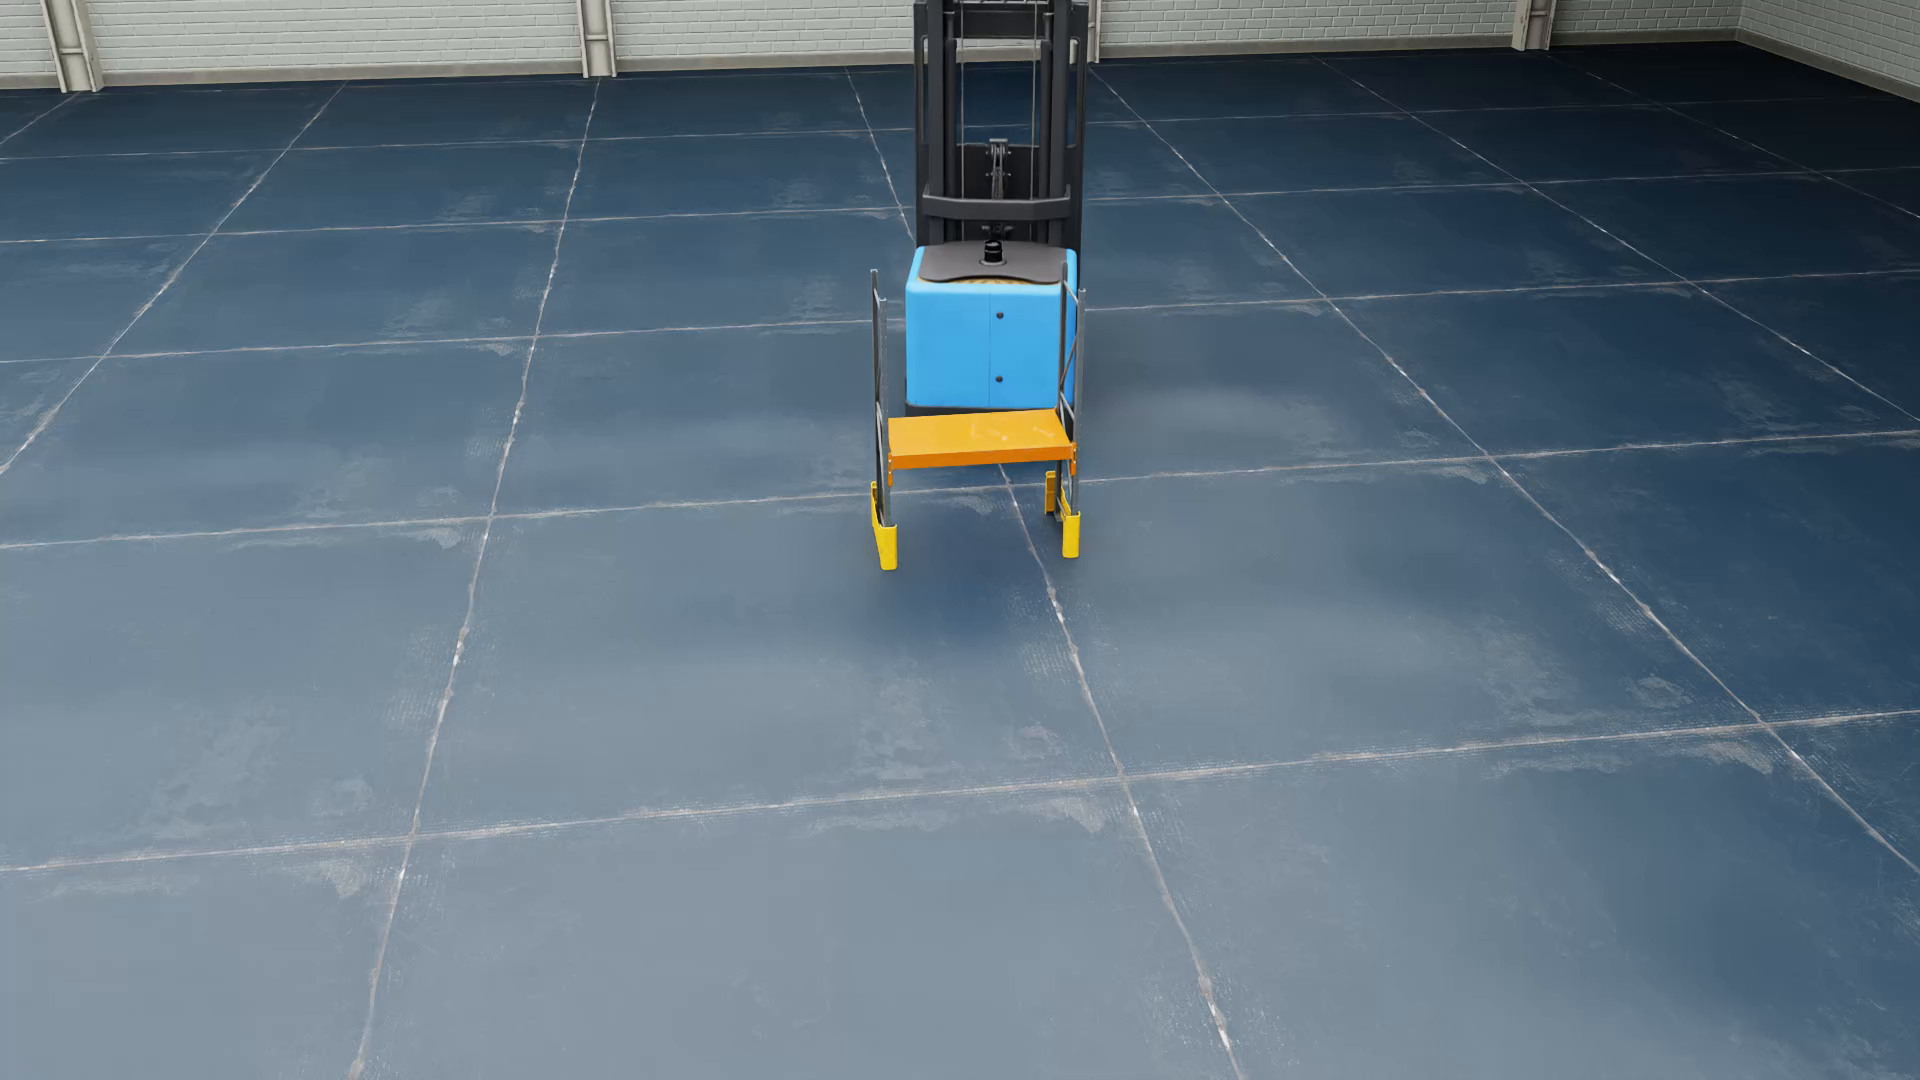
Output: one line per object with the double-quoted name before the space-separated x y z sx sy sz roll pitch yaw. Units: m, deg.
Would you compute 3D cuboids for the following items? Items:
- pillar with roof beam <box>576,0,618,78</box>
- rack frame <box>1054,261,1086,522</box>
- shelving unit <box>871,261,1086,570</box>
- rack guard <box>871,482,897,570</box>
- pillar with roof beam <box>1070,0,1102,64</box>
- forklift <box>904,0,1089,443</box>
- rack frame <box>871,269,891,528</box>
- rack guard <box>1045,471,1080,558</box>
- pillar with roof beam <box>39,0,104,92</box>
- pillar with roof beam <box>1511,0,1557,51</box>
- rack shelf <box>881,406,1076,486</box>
"pillar with roof beam" -3.799 -7.758 14.512 0.400 9.000 9.100 -4 27 -7
"rack frame" 0.588 -0.705 8.981 0.032 1.500 0.500 -4 27 -7
"shelving unit" 0.075 -0.672 8.917 1.083 1.500 0.587 -4 27 -7
"rack guard" -0.418 -0.084 9.141 0.087 0.250 0.587 -4 27 -7
"pillar with roof beam" 2.142 -8.140 15.256 0.400 9.000 9.100 -4 27 -7
"forklift" 0.270 -2.522 10.954 1.130 2.935 3.031 2 27 3
"rack frame" -0.419 -0.640 8.855 0.032 1.500 0.500 -4 27 -7
"rack guard" 0.569 -0.148 9.264 0.087 0.250 0.587 -4 27 -7
"pillar with roof beam" -9.741 -7.376 13.769 0.400 9.000 9.100 -4 27 -7
"pillar with roof beam" 8.084 -8.521 16.000 0.400 9.000 9.100 -4 27 -7
"rack shelf" 0.084 -0.513 9.000 1.000 0.185 0.538 -4 27 -7
